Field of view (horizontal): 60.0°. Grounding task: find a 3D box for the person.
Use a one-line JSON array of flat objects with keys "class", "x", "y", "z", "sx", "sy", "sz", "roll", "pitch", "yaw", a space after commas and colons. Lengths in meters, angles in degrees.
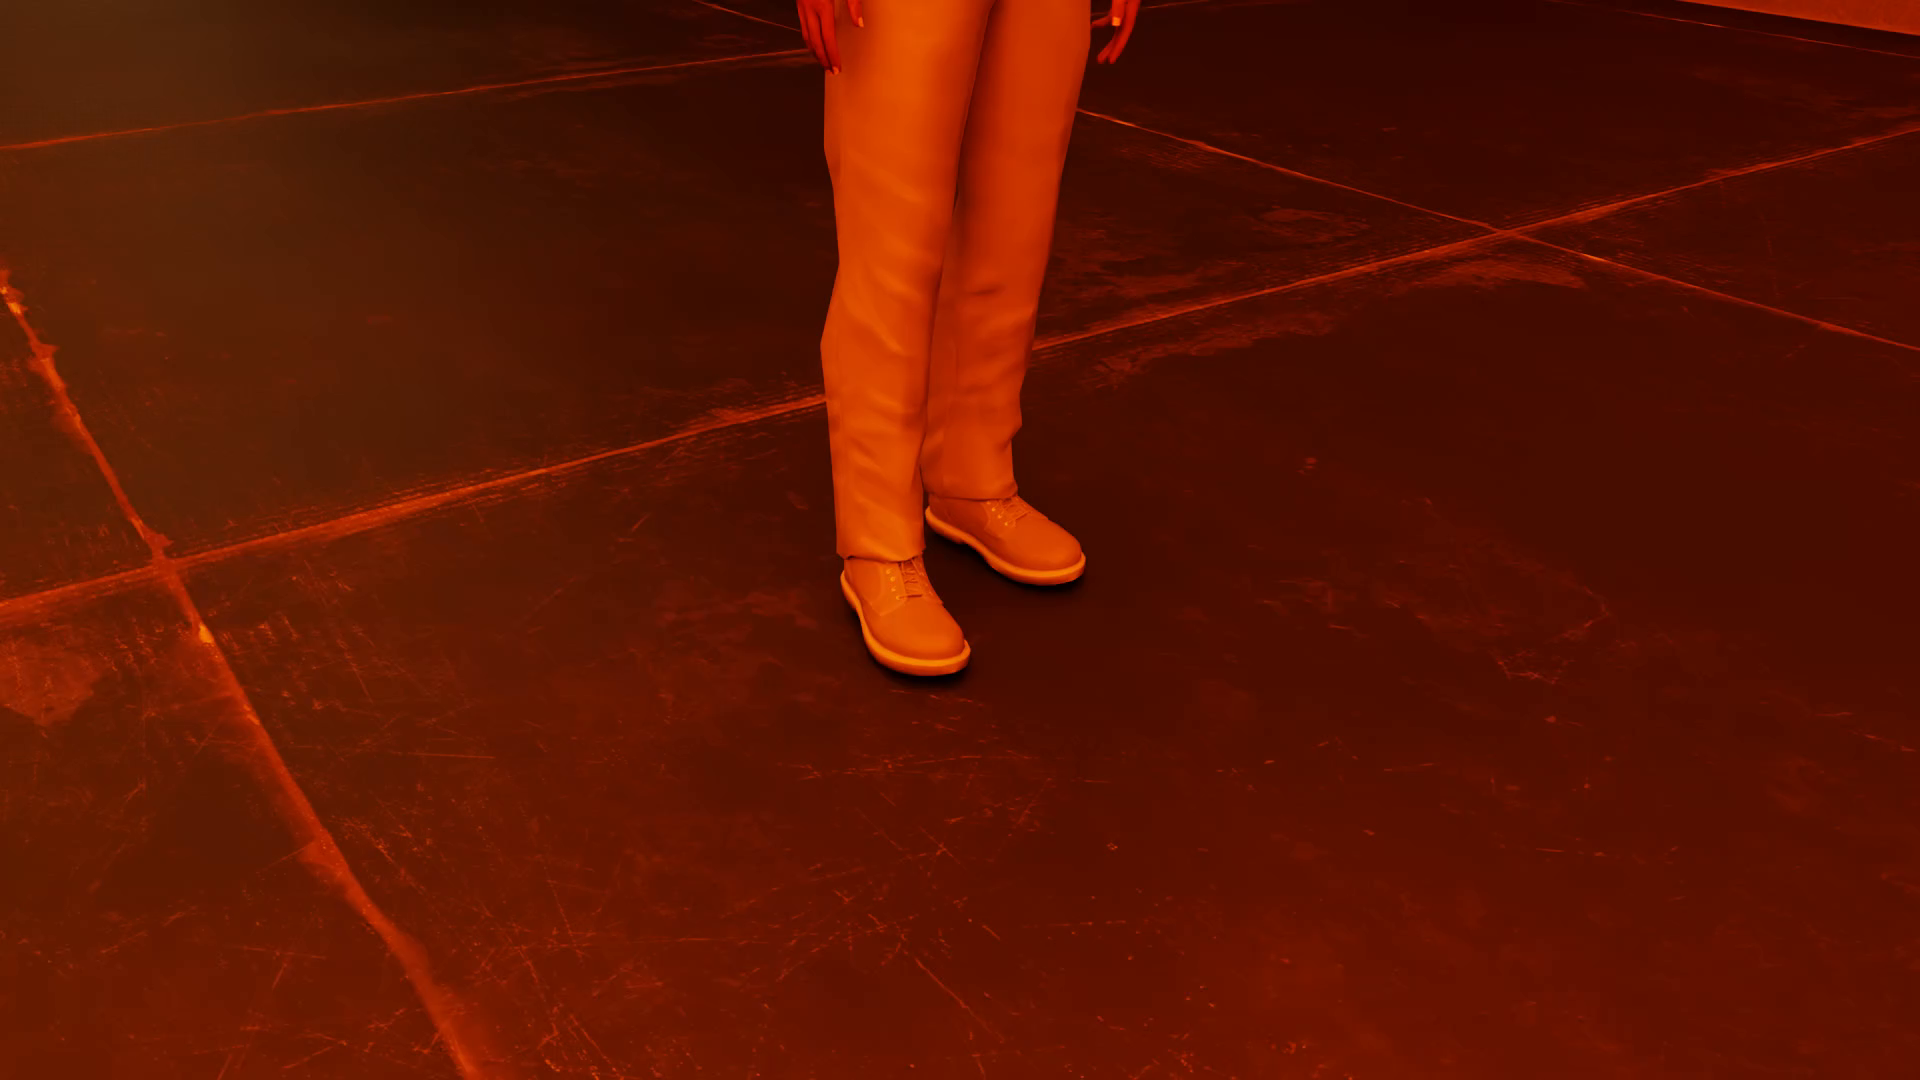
[{"class": "person", "x": 0.027, "y": -0.731, "z": 2.051, "sx": 0.569, "sy": 1.695, "sz": 0.528, "roll": -17, "pitch": 31, "yaw": -31}]
